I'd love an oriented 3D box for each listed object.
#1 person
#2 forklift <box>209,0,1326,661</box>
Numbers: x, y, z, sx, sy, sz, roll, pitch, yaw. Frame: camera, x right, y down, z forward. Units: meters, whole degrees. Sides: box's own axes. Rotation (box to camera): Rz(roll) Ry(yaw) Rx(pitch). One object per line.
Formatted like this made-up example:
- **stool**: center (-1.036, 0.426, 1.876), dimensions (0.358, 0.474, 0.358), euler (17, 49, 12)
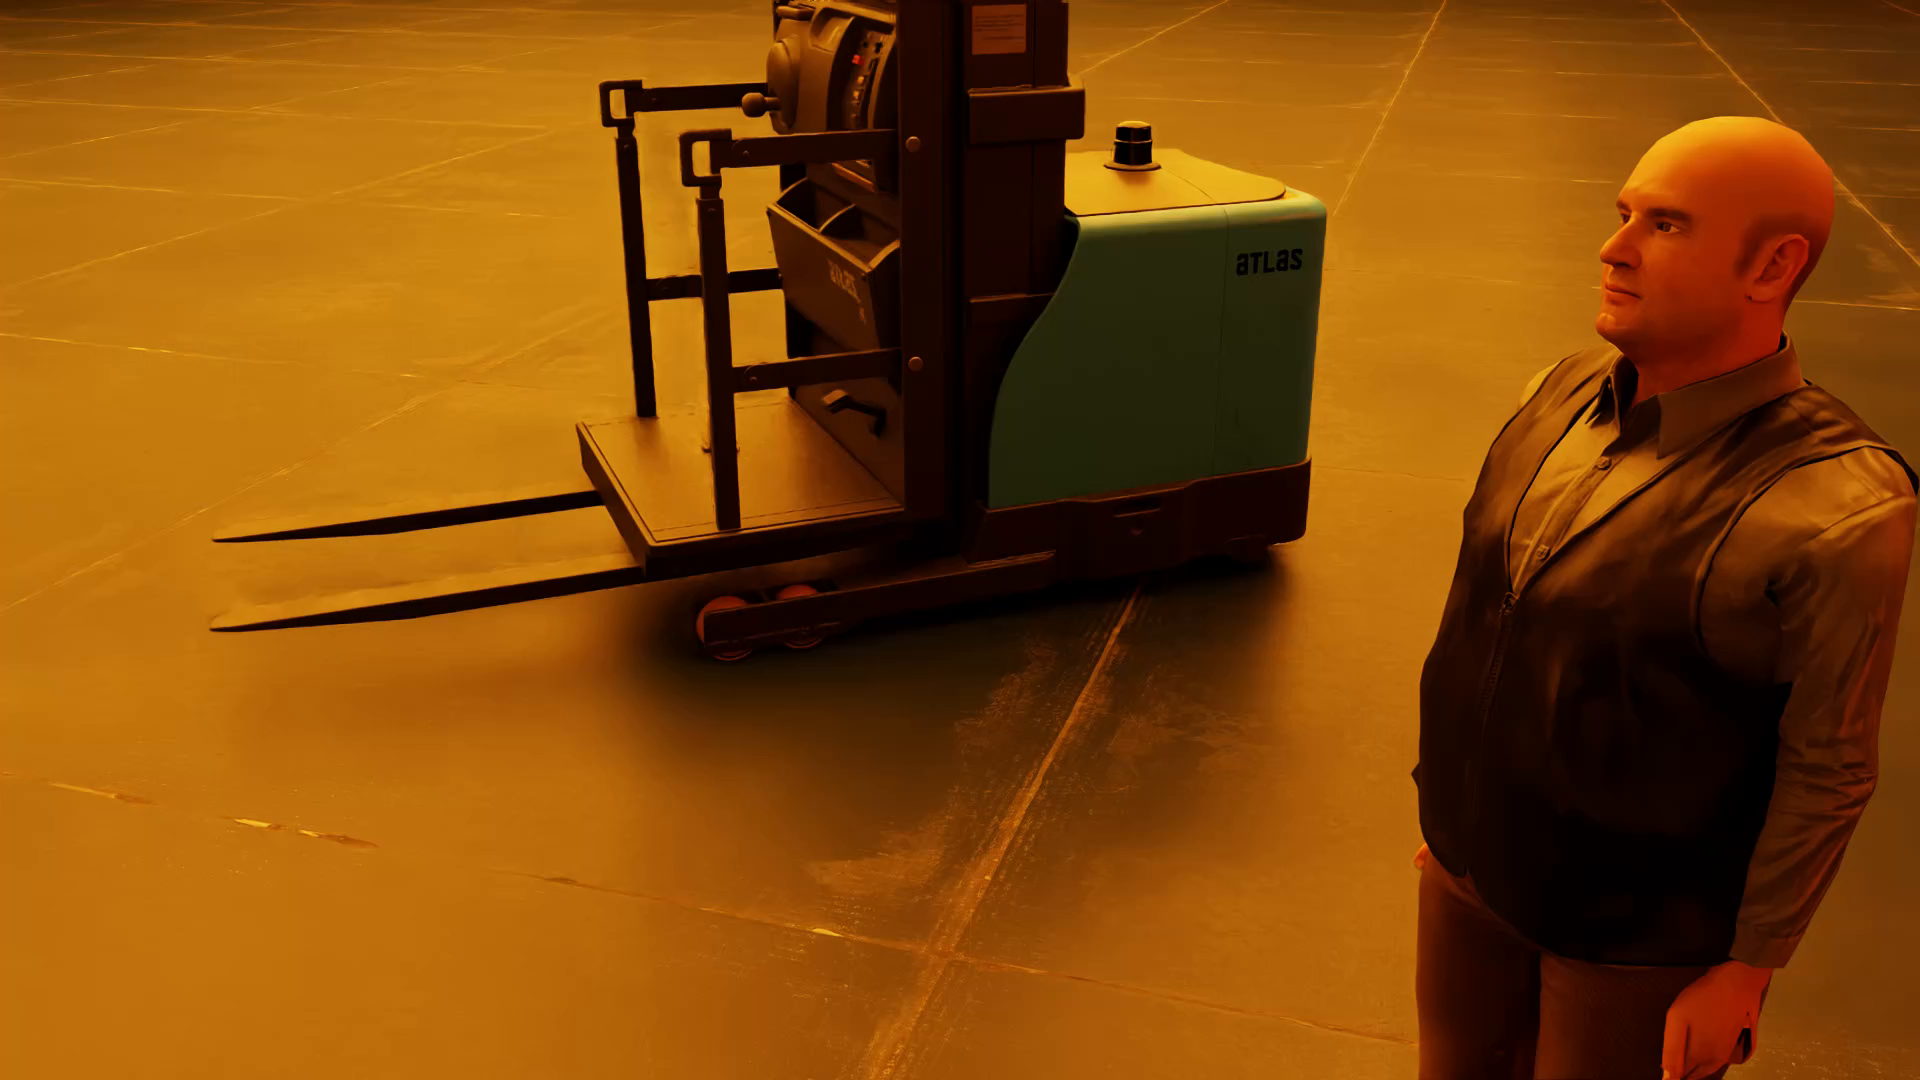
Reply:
- **person**: center (0.708, 0.400, 1.898), dimensions (0.374, 1.724, 0.525), euler (-9, 24, -21)
- **forklift**: center (-0.532, -1.267, 4.347), dimensions (3.031, 2.935, 1.130), euler (-9, 24, -20)
